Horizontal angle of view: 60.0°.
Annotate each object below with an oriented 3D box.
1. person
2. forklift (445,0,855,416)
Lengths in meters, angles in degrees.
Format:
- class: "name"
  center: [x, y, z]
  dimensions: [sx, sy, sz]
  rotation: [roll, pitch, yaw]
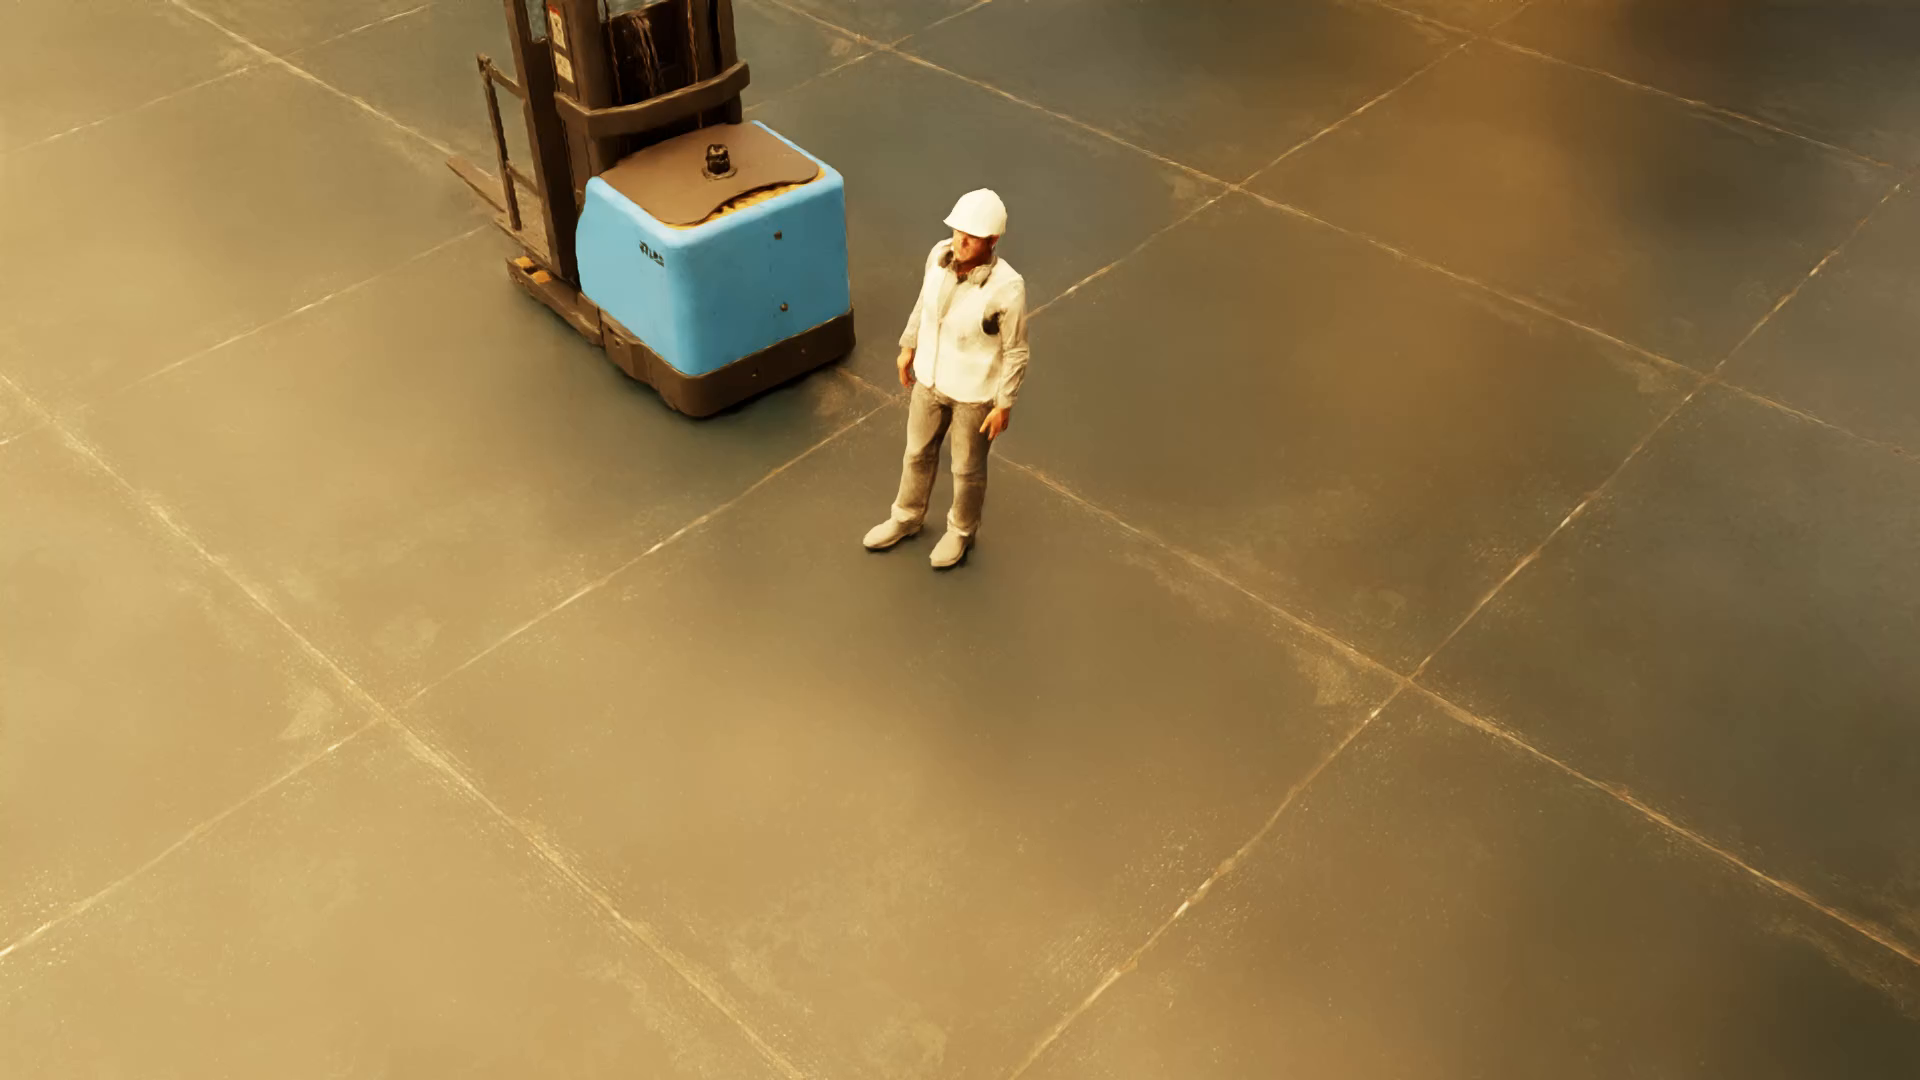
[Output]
- class: "person"
  center: [-0.048, -0.650, 7.068]
  dimensions: [0.632, 1.768, 0.567]
  rotation: [31, 49, 31]
- class: "forklift"
  center: [-1.879, -2.623, 8.485]
  dimensions: [1.130, 2.935, 3.031]
  rotation: [-28, 48, -29]
